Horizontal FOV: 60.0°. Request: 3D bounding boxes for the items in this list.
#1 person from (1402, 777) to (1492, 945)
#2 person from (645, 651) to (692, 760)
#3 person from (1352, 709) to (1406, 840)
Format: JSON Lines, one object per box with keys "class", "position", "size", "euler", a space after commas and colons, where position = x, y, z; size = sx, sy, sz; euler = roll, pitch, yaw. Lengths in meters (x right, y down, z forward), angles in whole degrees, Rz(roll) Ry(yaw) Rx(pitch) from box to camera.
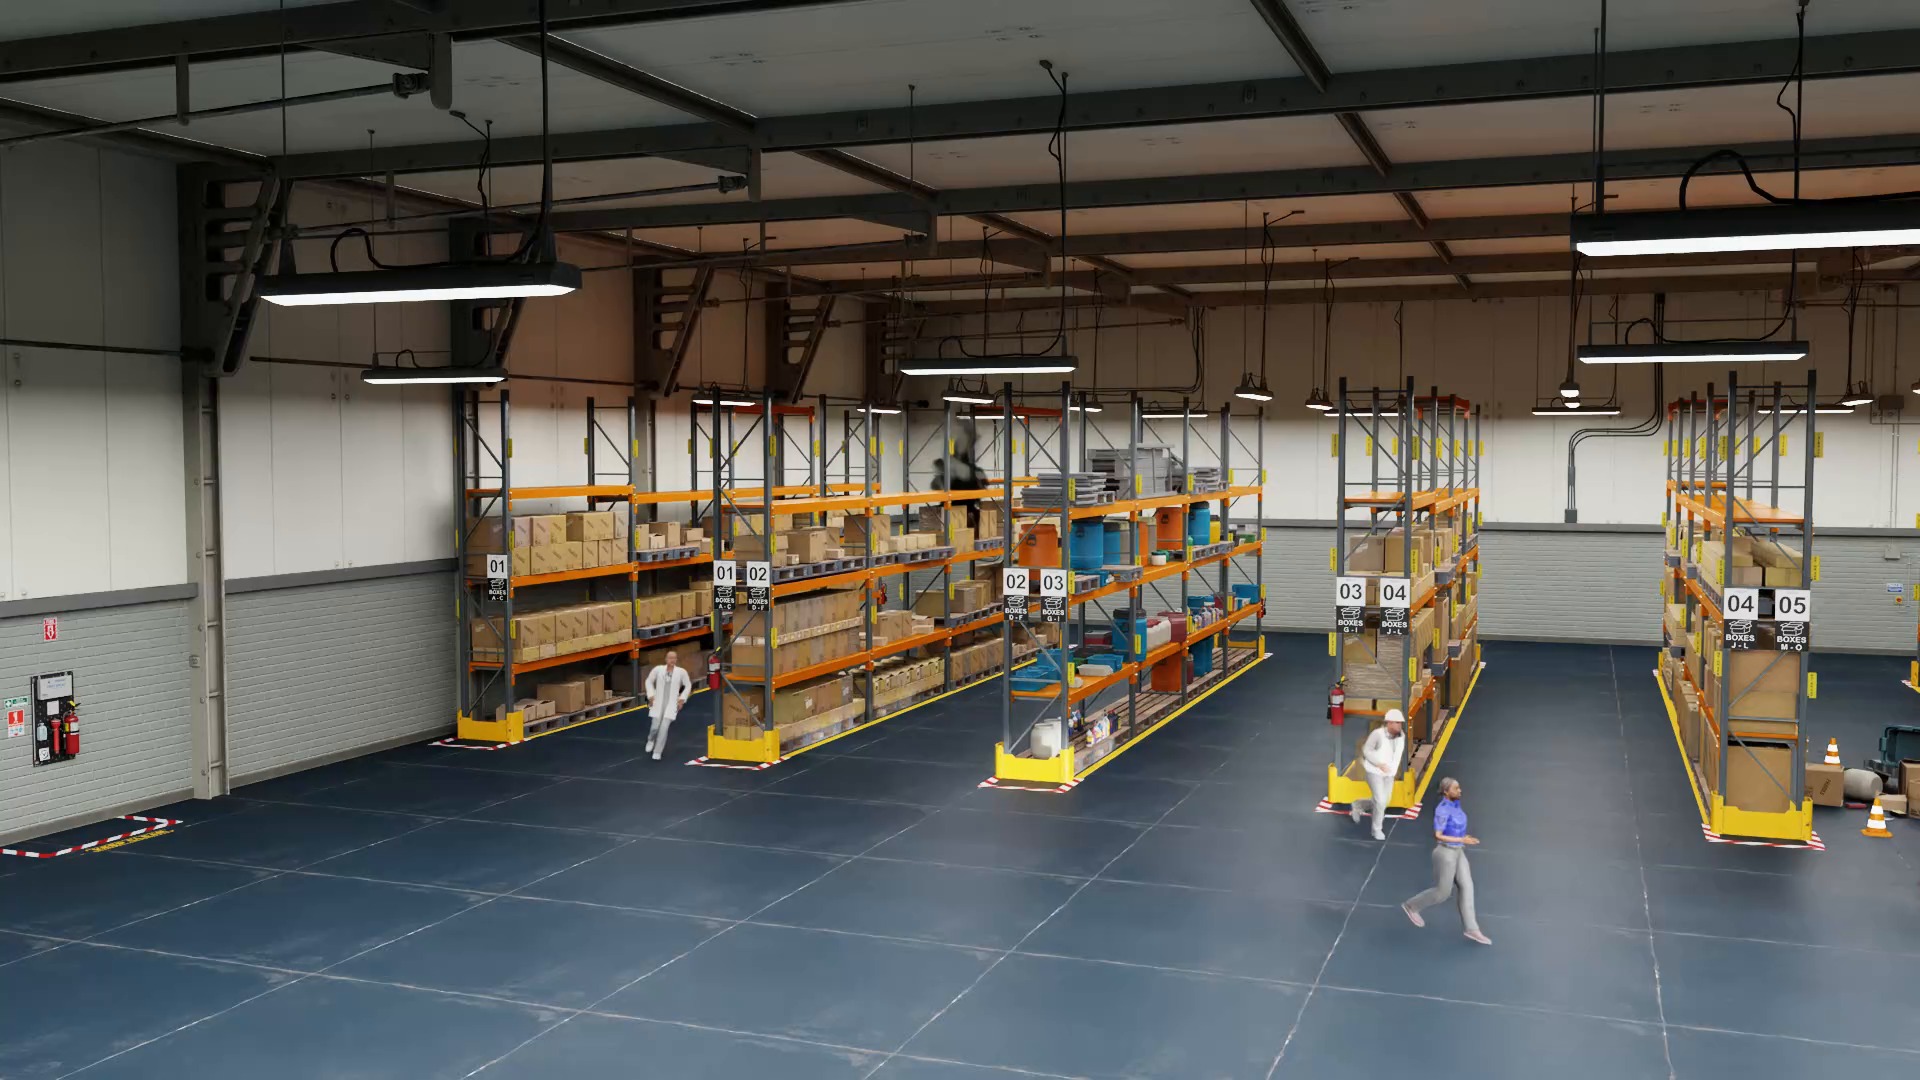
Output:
{"class": "person", "position": [4.963, 3.240, 16.920], "size": [0.920, 1.642, 0.581], "euler": [3, 4, 39]}
{"class": "person", "position": [-4.725, 2.656, 26.950], "size": [0.753, 1.722, 0.675], "euler": [0, 3, -9]}
{"class": "person", "position": [5.420, 2.993, 21.480], "size": [0.675, 1.706, 0.888], "euler": [-1, 3, -25]}
